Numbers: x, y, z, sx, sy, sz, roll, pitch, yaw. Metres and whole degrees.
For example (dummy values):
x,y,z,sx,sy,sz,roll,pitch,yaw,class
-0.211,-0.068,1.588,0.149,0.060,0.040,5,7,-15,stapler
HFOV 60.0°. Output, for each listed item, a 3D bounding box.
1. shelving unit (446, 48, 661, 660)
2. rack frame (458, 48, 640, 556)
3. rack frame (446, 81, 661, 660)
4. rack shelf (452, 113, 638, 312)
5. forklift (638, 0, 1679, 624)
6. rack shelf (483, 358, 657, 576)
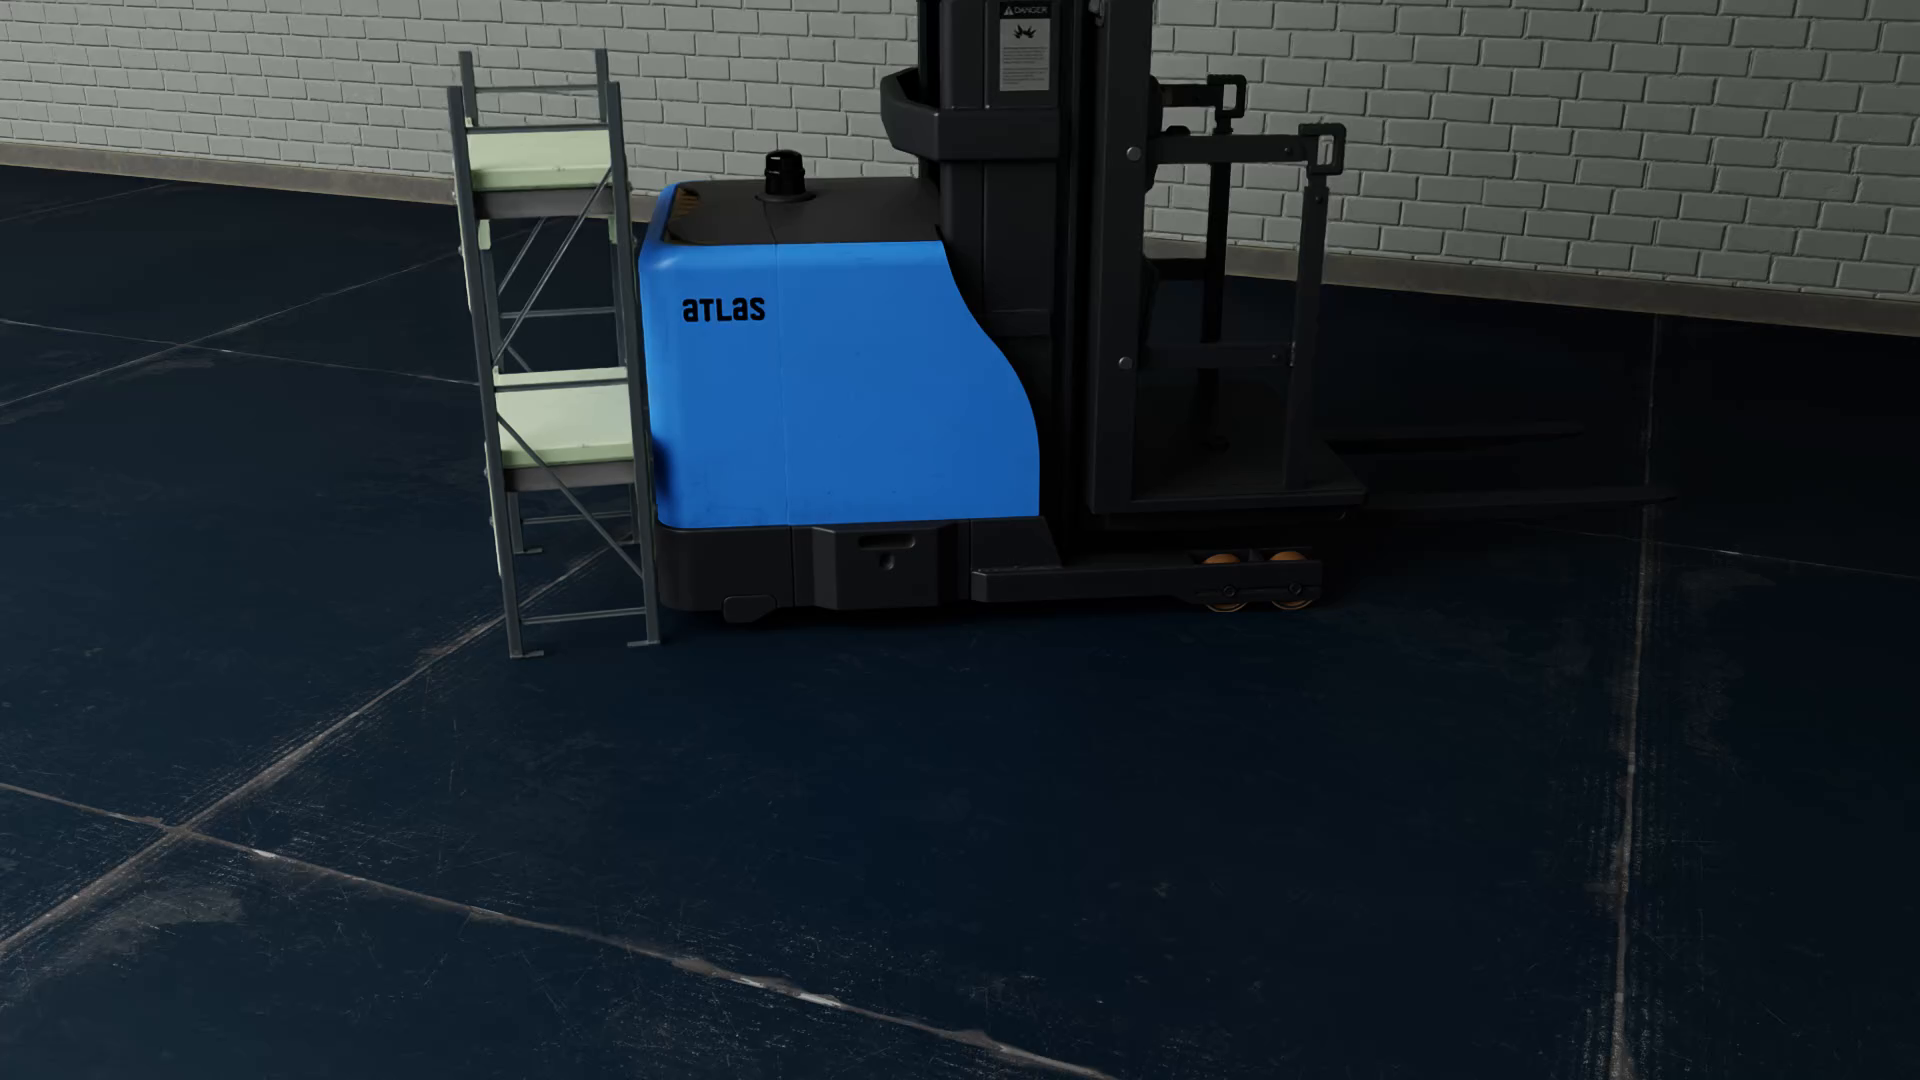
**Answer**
x,y,z,sx,sy,sz,roll,pitch,yaw,class
-1.100,-0.528,4.567,0.431,1.500,0.755,-5,23,-12,shelving unit
-1.185,-0.666,4.895,0.400,1.500,0.023,-5,23,-12,rack frame
-1.015,-0.391,4.238,0.400,1.500,0.023,-5,23,-12,rack frame
-1.099,-0.888,4.417,0.431,0.370,0.720,-5,23,-12,rack shelf
0.618,-1.345,4.666,3.031,2.935,1.130,-2,23,-5,forklift
-1.101,-0.227,4.692,0.431,0.370,0.720,-5,23,-12,rack shelf
